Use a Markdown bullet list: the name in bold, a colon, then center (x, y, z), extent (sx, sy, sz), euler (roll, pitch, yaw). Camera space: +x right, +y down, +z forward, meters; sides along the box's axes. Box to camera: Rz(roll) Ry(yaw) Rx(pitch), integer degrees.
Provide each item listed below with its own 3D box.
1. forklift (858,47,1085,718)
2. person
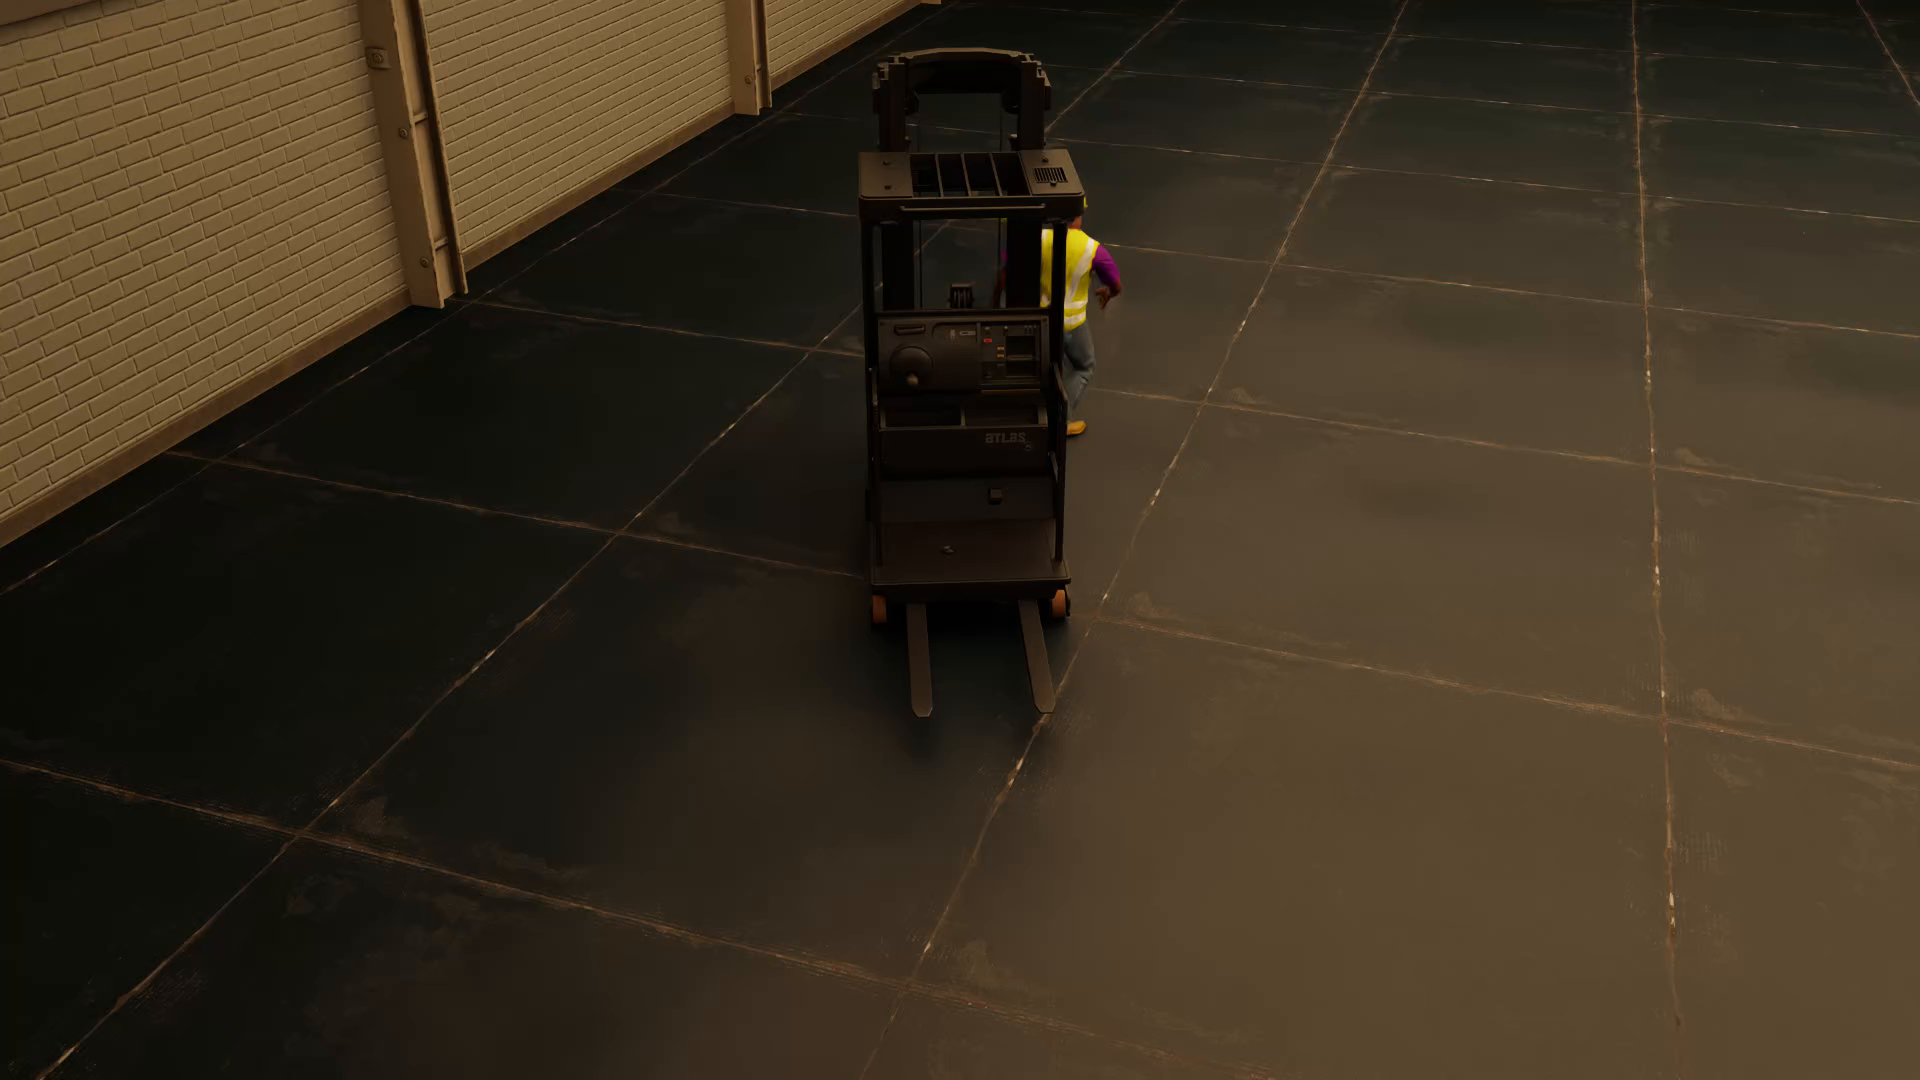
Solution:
- **forklift**: center (0.035, -0.972, 8.842), extent (1.130, 2.935, 3.031), euler (-2, 30, -3)
- **person**: center (0.671, -1.485, 11.034), extent (0.708, 1.741, 0.789), euler (20, 36, 31)
